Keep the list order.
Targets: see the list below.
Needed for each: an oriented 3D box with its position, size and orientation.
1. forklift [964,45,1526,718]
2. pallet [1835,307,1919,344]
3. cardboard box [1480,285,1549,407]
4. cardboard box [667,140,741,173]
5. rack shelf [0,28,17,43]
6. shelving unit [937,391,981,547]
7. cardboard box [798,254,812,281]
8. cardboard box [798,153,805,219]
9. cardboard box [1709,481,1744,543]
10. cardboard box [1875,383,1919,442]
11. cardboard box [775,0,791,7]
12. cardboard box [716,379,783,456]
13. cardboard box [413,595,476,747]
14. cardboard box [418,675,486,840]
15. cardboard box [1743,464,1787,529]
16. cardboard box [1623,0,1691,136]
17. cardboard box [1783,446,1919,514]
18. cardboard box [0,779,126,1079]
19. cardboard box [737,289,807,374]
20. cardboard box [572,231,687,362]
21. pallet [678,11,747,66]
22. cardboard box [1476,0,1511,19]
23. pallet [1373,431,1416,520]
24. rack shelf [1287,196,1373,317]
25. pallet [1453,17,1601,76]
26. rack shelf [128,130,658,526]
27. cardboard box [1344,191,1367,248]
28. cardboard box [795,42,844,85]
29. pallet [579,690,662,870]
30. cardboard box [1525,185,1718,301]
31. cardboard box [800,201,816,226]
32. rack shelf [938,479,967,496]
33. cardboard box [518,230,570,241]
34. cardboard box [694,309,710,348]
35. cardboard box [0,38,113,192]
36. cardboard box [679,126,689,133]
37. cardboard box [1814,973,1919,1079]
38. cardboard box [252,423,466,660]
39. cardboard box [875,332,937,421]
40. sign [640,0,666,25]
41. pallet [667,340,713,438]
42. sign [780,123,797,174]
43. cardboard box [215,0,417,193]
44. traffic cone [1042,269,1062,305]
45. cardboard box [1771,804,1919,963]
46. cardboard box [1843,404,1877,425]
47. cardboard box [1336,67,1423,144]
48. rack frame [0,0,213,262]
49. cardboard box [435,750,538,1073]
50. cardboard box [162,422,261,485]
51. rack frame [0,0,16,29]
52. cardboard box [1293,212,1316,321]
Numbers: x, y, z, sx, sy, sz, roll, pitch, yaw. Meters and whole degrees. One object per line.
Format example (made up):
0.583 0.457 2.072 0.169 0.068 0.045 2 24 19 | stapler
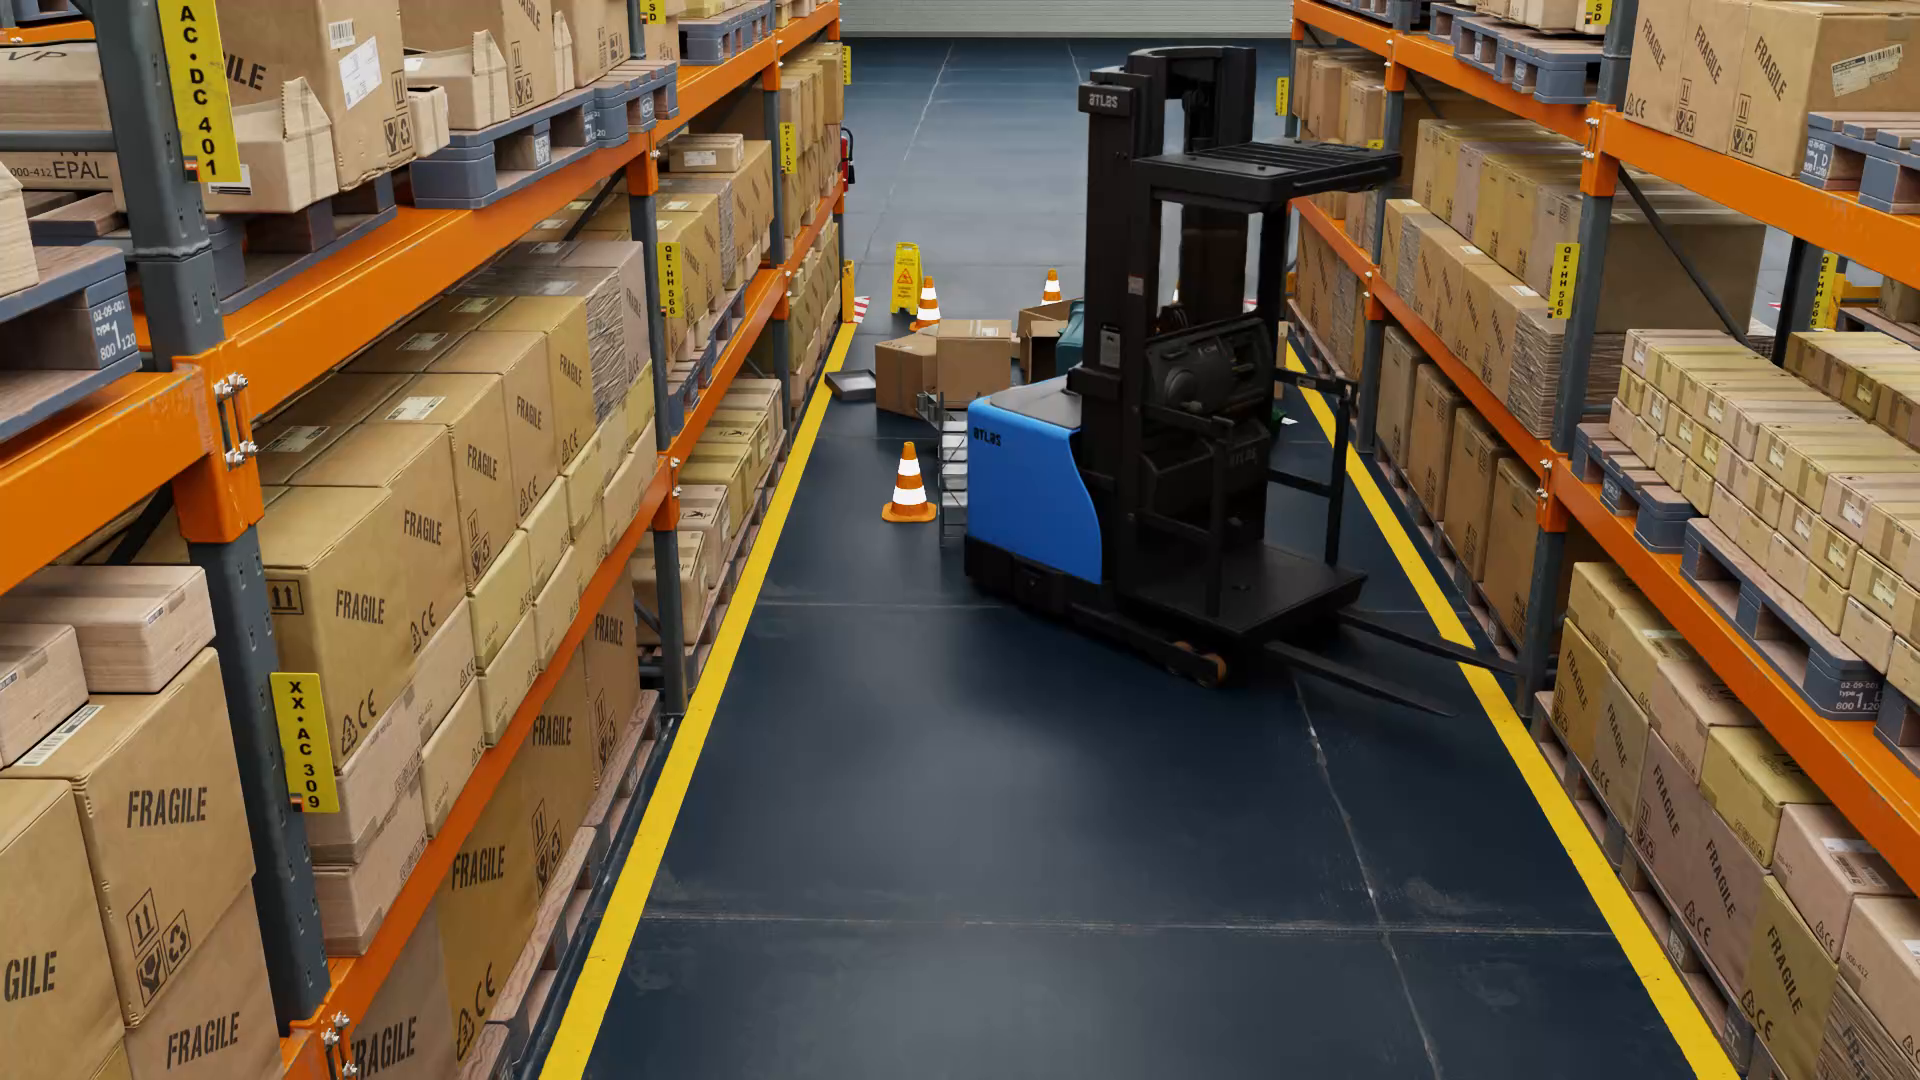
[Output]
1.400 -0.853 8.175 1.130 2.935 3.031 -19 28 -40 | forklift
8.284 -1.748 14.241 1.003 0.211 1.213 1 21 2 | pallet
2.910 -0.960 8.218 0.500 0.500 0.500 1 21 2 | cardboard box
-1.462 -2.197 9.517 0.380 0.149 0.250 0 21 -1 | cardboard box
-6.703 -2.424 8.979 1.077 0.370 4.000 1 21 2 | rack shelf
0.000 -0.417 9.859 0.258 0.900 0.210 1 21 2 | shelving unit
-1.315 -2.038 12.422 0.380 0.149 0.250 1 21 4 | cardboard box
-1.397 -2.554 11.916 0.500 0.500 0.500 1 21 1 | cardboard box
2.905 -0.098 5.901 0.380 0.149 0.250 1 21 3 | cardboard box
3.570 -0.459 6.009 0.380 0.149 0.250 1 21 3 | cardboard box
-1.394 -3.655 10.950 0.500 0.250 0.500 0 21 0 | cardboard box
-1.694 -0.812 11.028 0.950 0.372 0.625 1 21 2 | cardboard box
-1.641 0.353 4.488 0.500 0.250 0.500 1 21 2 | cardboard box
-1.632 0.588 4.575 0.500 0.250 0.500 0 21 0 | cardboard box
2.895 -0.146 5.615 0.380 0.149 0.250 0 21 1 | cardboard box
2.865 -1.809 6.259 0.500 0.500 0.500 1 21 2 | cardboard box
2.891 -0.193 5.323 0.380 0.149 0.250 0 21 1 | cardboard box
-1.686 0.705 2.544 0.500 0.500 0.500 0 21 1 | cardboard box
-1.393 -1.505 11.945 0.500 0.500 0.500 2 21 4 | cardboard box
-1.557 -1.126 7.655 0.500 0.500 0.500 0 21 0 | cardboard box
-1.834 -2.745 9.070 1.213 0.211 1.003 1 21 2 | pallet
2.921 -2.886 8.317 0.500 0.500 0.500 1 21 2 | cardboard box
3.322 -0.434 10.855 1.003 0.211 1.213 1 21 2 | pallet
3.331 -2.401 13.065 1.077 0.370 4.000 1 21 2 | rack shelf
3.146 -2.515 8.479 1.003 0.211 1.213 2 21 4 | pallet
-1.863 -0.925 5.114 1.077 0.370 4.000 1 21 2 | rack shelf
3.264 -2.416 11.901 0.875 0.550 0.550 1 21 2 | cardboard box
-1.356 -3.942 14.110 0.700 0.500 0.500 0 21 0 | cardboard box
-1.902 0.999 7.162 1.003 0.211 1.213 1 21 2 | pallet
3.186 -1.425 8.034 0.700 0.500 0.500 0 21 1 | cardboard box
-1.302 -2.487 12.639 0.380 0.149 0.250 1 21 2 | cardboard box
0.000 -0.302 9.903 0.258 0.077 0.200 1 21 2 | rack shelf
-2.066 -1.134 7.674 0.500 0.500 0.500 0 21 0 | cardboard box
-1.481 -1.079 8.429 0.380 0.149 0.250 1 21 2 | cardboard box
-2.107 -1.012 3.887 0.500 0.311 0.500 1 21 2 | cardboard box
-1.885 -2.939 12.908 0.500 0.500 0.500 0 21 1 | cardboard box
2.798 1.578 4.689 0.500 0.500 0.500 0 21 1 | cardboard box
-1.635 0.008 4.340 0.500 0.500 0.500 1 21 1 | cardboard box
-0.288 -1.240 12.529 0.500 0.500 0.500 18 27 38 | cardboard box
-1.248 -2.252 6.716 0.100 0.325 0.005 1 21 2 | sign
-1.887 -0.754 8.092 1.213 0.211 1.003 1 21 2 | pallet
-1.126 -2.566 10.896 0.100 0.325 0.005 1 21 2 | sign
-1.607 -1.095 3.839 0.500 0.500 0.500 0 21 1 | cardboard box
0.837 -2.236 15.152 0.336 0.463 0.334 1 21 2 | traffic cone
2.826 1.041 5.037 0.500 0.250 0.500 2 21 4 | cardboard box
3.577 -0.409 6.292 0.380 0.149 0.250 1 21 3 | cardboard box
3.378 -3.305 12.701 0.875 0.550 0.500 1 21 2 | cardboard box
-1.924 -1.936 2.577 1.000 3.000 0.127 1 21 2 | rack frame
-1.965 1.104 5.393 0.875 0.875 0.875 1 21 3 | cardboard box
-2.153 -0.003 4.370 0.500 0.500 0.500 1 21 3 | cardboard box
-6.642 -2.085 11.255 1.000 3.000 0.127 1 21 2 | rack frame
3.437 -2.419 14.473 0.875 0.875 0.875 1 21 2 | cardboard box
